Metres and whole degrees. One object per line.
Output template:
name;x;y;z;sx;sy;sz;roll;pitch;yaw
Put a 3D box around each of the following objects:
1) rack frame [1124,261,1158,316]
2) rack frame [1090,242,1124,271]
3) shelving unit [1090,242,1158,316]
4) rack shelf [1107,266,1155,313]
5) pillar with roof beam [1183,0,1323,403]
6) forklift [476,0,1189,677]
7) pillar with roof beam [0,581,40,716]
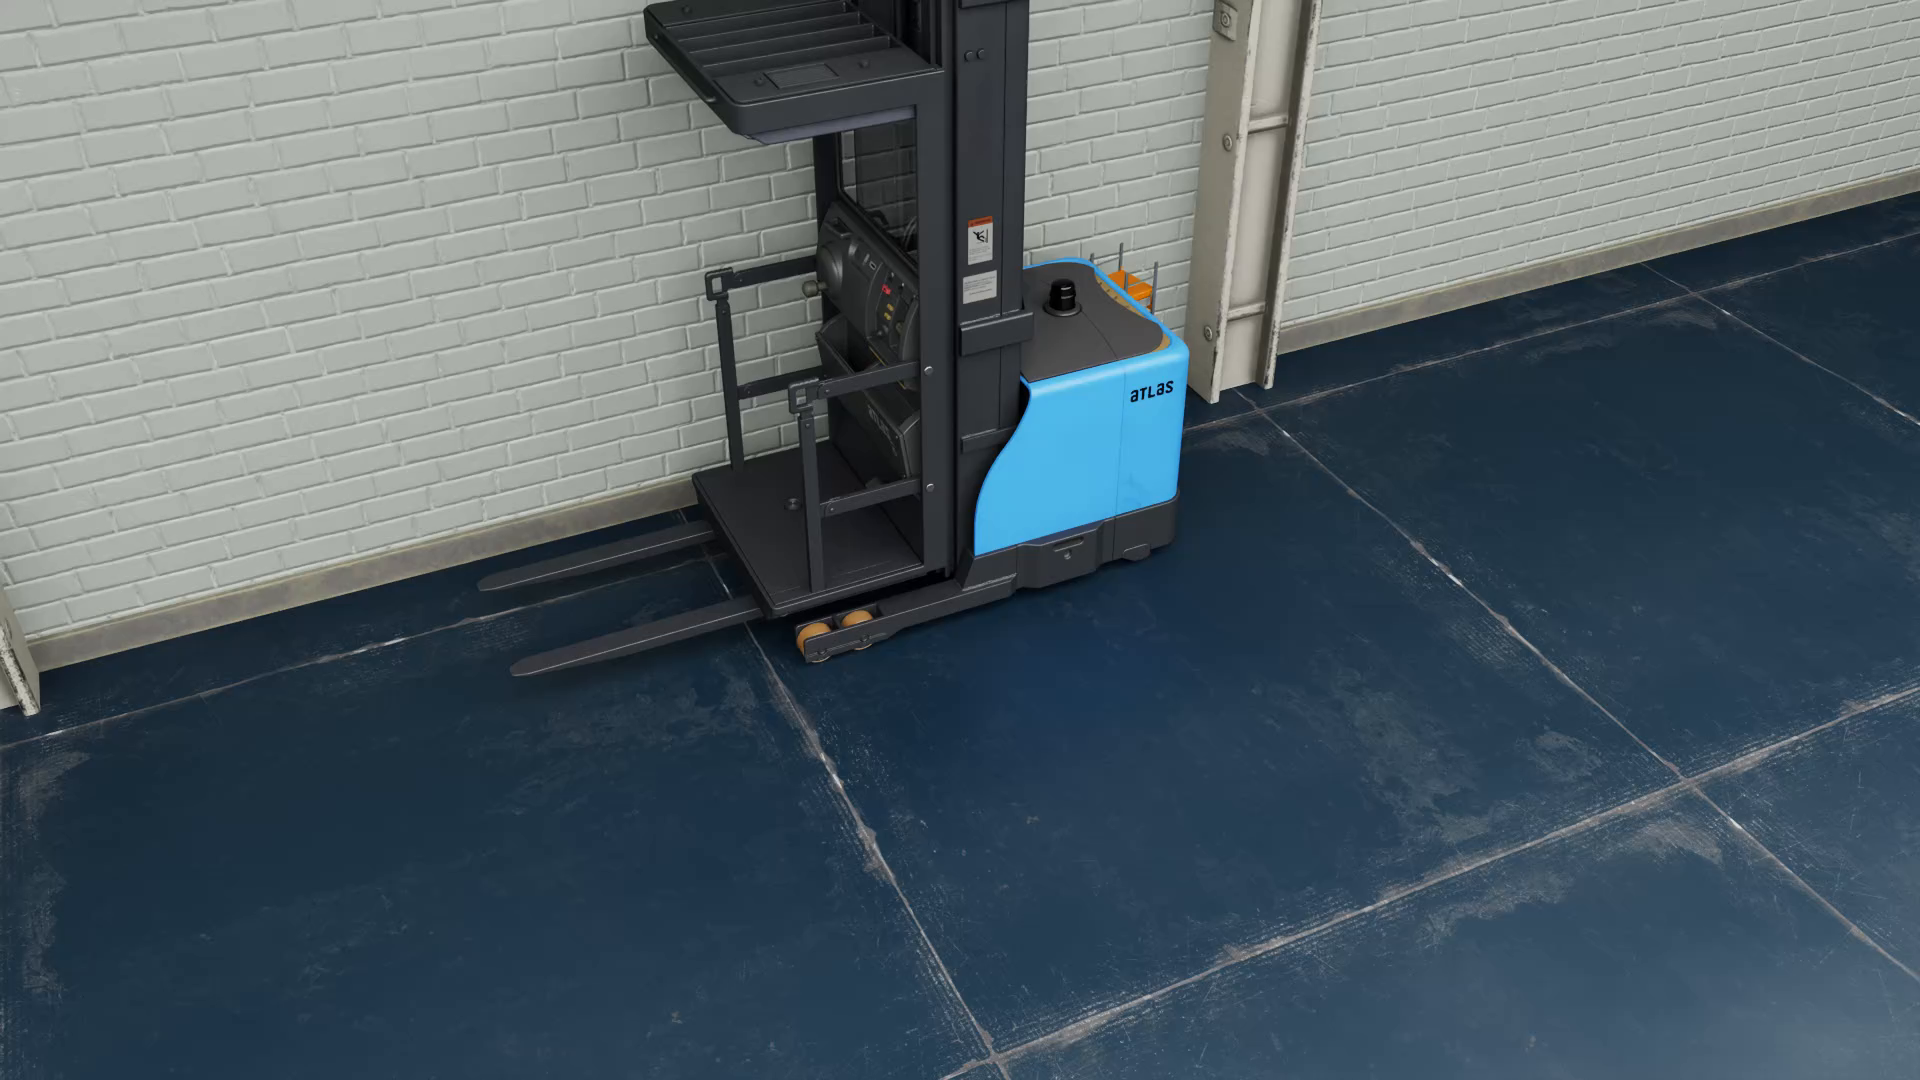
rack frame;0.840;-0.838;7.998;0.200;1.050;0.008;-24;43;-29
rack frame;0.694;-0.954;8.155;0.200;1.050;0.008;-24;43;-29
shelving unit;0.767;-0.896;8.077;0.215;1.050;0.252;-24;43;-29
rack shelf;0.767;-1.116;7.914;0.215;0.259;0.240;-24;43;-29
pillar with roof beam;3.253;-2.140;3.081;0.400;9.000;9.100;-16;39;-20
forklift;-0.563;-1.019;6.663;3.031;2.935;1.130;-16;39;-20
pillar with roof beam;-2.179;-0.621;1.033;0.400;9.000;9.100;-16;39;-20
